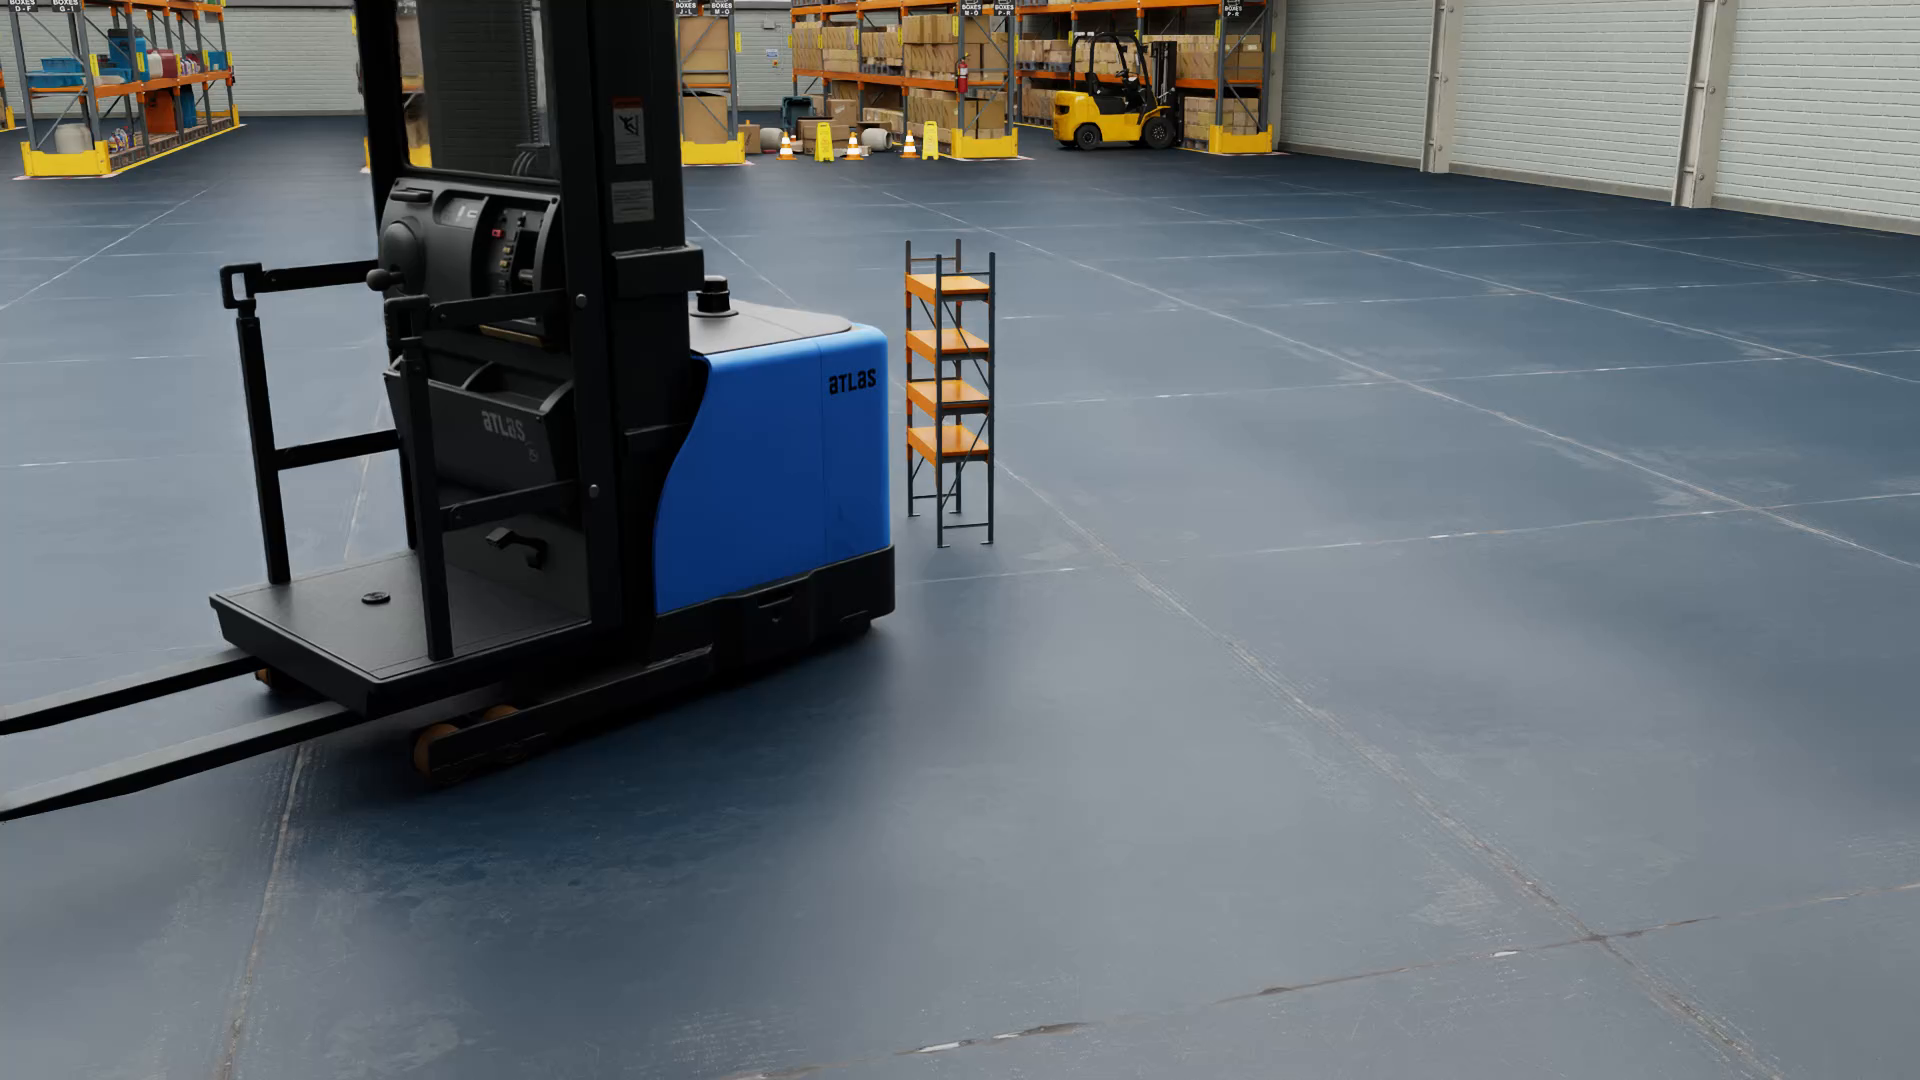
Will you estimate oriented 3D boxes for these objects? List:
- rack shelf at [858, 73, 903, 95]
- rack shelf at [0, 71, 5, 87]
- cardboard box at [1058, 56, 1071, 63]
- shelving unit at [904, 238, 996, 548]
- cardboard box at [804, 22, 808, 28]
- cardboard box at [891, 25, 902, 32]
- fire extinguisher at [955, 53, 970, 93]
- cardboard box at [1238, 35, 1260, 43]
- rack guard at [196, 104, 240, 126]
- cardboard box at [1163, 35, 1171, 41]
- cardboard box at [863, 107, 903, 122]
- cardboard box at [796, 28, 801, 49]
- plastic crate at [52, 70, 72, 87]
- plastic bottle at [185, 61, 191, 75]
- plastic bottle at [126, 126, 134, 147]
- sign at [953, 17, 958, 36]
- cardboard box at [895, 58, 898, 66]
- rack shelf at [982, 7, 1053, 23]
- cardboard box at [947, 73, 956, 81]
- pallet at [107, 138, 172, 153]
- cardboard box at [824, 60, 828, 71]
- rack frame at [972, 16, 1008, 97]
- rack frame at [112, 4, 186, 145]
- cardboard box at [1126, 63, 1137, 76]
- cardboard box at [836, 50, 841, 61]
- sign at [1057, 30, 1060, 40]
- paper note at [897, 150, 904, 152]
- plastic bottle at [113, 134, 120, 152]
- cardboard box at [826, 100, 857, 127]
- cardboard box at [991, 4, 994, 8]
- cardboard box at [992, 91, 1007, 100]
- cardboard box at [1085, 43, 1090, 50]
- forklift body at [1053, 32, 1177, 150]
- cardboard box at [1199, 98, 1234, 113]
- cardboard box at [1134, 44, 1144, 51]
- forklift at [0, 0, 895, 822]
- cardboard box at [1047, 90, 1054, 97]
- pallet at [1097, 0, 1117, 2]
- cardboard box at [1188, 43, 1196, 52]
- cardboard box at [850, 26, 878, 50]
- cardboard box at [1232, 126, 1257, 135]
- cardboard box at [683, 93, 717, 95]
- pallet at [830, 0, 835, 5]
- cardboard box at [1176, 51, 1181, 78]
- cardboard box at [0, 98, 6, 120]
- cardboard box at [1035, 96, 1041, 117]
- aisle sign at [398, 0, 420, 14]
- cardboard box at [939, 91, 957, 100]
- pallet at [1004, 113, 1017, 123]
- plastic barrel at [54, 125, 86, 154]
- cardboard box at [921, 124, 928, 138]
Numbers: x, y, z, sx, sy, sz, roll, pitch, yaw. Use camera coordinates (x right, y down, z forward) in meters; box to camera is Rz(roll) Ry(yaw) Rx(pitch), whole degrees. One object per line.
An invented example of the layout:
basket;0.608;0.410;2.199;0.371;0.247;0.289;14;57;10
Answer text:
rack shelf;-1.188;-9.611;34.983;1.077;0.370;4.000;-5;17;-15
rack shelf;-22.441;-10.258;37.137;1.077;0.370;4.000;-5;17;-15
cardboard box;2.484;-11.134;38.511;0.380;0.149;0.250;-4;17;-14
shelving unit;-0.045;-0.620;6.932;0.258;1.200;0.503;-5;17;-15
cardboard box;-3.719;-13.006;41.997;0.380;0.149;0.250;-5;17;-17
cardboard box;-1.184;-10.403;33.824;0.380;0.149;0.250;-5;17;-17
fire extinguisher;0.049;-8.190;29.139;0.296;0.674;0.183;-5;17;-15
cardboard box;5.345;-9.300;30.879;0.380;0.149;0.250;-5;17;-16
rack guard;-18.246;-10.355;40.554;1.175;0.500;0.348;-5;17;-15
cardboard box;4.242;-9.901;32.880;0.380;0.149;0.250;-5;17;-16
cardboard box;-1.592;-9.294;36.516;0.950;0.372;0.625;-6;18;-19
cardboard box;-3.930;-12.950;42.939;0.500;0.500;0.500;-5;17;-17
plastic crate;-14.428;-7.344;26.445;0.499;0.251;0.408;-5;17;-15
plastic bottle;-16.433;-10.019;35.308;0.152;0.276;0.135;-5;17;-15
plastic bottle;-14.475;-7.014;28.926;0.144;0.351;0.185;-5;17;-17
sign;-0.078;-8.963;29.015;0.100;0.325;0.005;-5;17;-15
cardboard box;-1.101;-9.678;33.662;0.380;0.149;0.250;-5;17;-17
rack shelf;1.385;-13.653;43.228;1.077;0.370;4.000;-5;17;-15
cardboard box;-0.024;-8.323;29.883;0.380;0.149;0.250;-5;17;-16
pallet;-15.521;-7.444;31.365;1.003;0.211;1.213;-5;17;-15
cardboard box;-2.970;-11.400;39.951;0.500;0.250;0.500;-5;17;-17
rack frame;0.835;-13.115;45.398;1.000;3.000;0.127;-5;17;-15
rack frame;-16.028;-9.333;32.809;1.000;3.000;0.127;-5;17;-15
cardboard box;3.743;-9.842;34.764;0.500;0.250;0.500;-4;17;-14
cardboard box;-2.563;-11.215;38.465;0.500;0.250;0.500;-5;17;-17
sign;2.467;-12.608;41.697;0.100;0.325;0.005;-5;17;-15
paper note;-1.155;-7.312;31.242;0.142;0.019;0.148;-12;20;-34
plastic bottle;-14.073;-6.620;27.735;0.061;0.283;0.133;-4;17;-14
cardboard box;-2.342;-8.418;32.792;0.500;0.500;0.500;-5;17;-15
cardboard box;1.027;-13.893;43.210;0.380;0.149;0.250;-5;17;-15
cardboard box;1.159;-11.548;43.798;0.500;0.500;0.500;-4;17;-14
cardboard box;3.008;-11.006;37.077;0.380;0.149;0.250;-4;17;-14
forklift body;2.957;-8.663;32.052;2.313;2.155;1.214;-5;17;-15
cardboard box;4.806;-8.155;31.197;0.500;0.250;0.500;-4;17;-13
cardboard box;3.826;-10.231;34.496;0.380;0.149;0.250;-4;17;-13
forklift;-1.612;-0.883;4.798;1.130;2.935;3.031;15;23;41
cardboard box;2.317;-10.702;39.853;0.380;0.149;0.250;-6;18;-18
pallet;3.616;-11.758;35.996;1.003;0.211;1.213;-4;17;-13
cardboard box;4.580;-9.406;31.749;0.380;0.149;0.250;-5;18;-17
cardboard box;-2.131;-11.157;36.970;0.500;0.500;0.500;-5;17;-17
cardboard box;5.285;-7.724;31.503;0.500;0.250;0.500;-5;17;-15
cardboard box;-4.765;-7.485;29.620;0.875;0.875;0.875;-5;17;-16
pallet;-2.538;-12.710;39.169;0.805;0.209;1.217;-5;18;-17
cardboard box;4.421;-9.276;32.446;0.500;0.500;0.500;-5;17;-15
cardboard box;-22.604;-10.038;38.736;0.500;0.500;0.500;-5;17;-15
cardboard box;2.140;-10.576;40.560;0.500;0.500;0.500;-5;17;-17
aisle sign;-8.762;-8.764;26.394;0.394;0.787;0.004;-5;17;-15
cardboard box;-0.176;-8.147;30.478;0.380;0.149;0.250;-4;17;-14
pallet;1.747;-10.863;42.748;1.003;0.211;1.213;-5;17;-15
plastic barrel;-14.084;-6.306;26.326;0.421;0.512;0.421;0;17;0
cardboard box;-0.430;-7.808;31.782;0.500;0.250;0.500;-5;17;-16
